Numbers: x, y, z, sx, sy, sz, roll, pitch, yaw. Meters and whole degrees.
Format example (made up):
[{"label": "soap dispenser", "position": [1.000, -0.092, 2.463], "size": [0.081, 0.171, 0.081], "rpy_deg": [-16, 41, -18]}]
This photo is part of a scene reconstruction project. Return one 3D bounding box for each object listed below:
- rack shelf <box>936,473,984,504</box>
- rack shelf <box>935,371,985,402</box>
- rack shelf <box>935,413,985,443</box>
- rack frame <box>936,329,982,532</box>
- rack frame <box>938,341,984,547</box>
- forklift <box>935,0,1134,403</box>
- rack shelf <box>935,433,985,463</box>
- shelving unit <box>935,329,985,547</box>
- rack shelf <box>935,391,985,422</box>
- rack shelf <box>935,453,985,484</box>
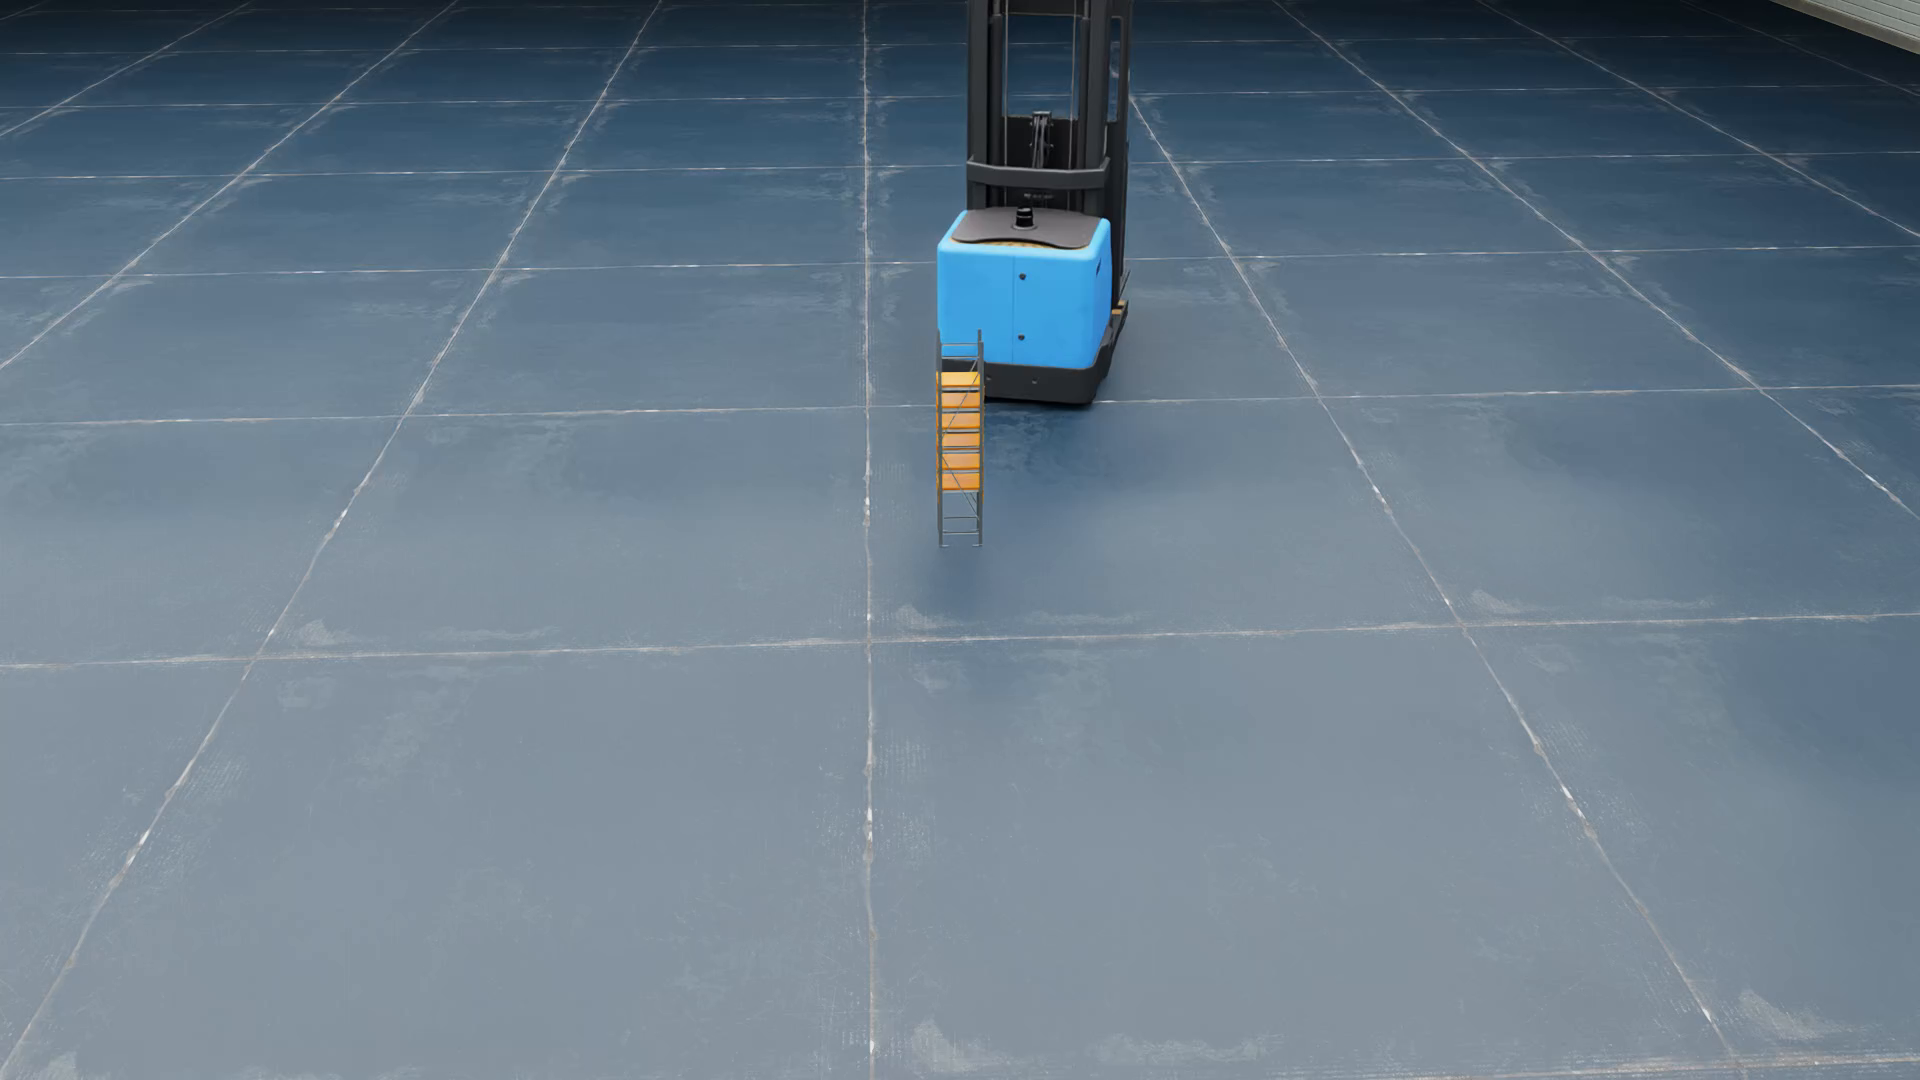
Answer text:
[{"label": "rack shelf", "position": [-0.001, -0.286, 9.117], "size": [0.258, 0.103, 0.180], "rpy_deg": [-1, 28, -3]}, {"label": "rack shelf", "position": [-0.001, -0.818, 8.839], "size": [0.258, 0.103, 0.180], "rpy_deg": [-1, 28, -3]}, {"label": "rack shelf", "position": [-0.001, -0.606, 8.950], "size": [0.258, 0.103, 0.180], "rpy_deg": [-1, 28, -3]}, {"label": "rack frame", "position": [-0.006, -0.581, 9.066], "size": [0.240, 1.200, 0.006], "rpy_deg": [-1, 28, -3]}, {"label": "rack frame", "position": [0.004, -0.496, 8.904], "size": [0.240, 1.200, 0.006], "rpy_deg": [-1, 28, -3]}, {"label": "forklift", "position": [0.638, -2.846, 11.538], "size": [1.130, 2.935, 3.031], "rpy_deg": [5, 28, 10]}, {"label": "rack shelf", "position": [-0.001, -0.499, 9.006], "size": [0.258, 0.103, 0.180], "rpy_deg": [-1, 28, -3]}, {"label": "shelving unit", "position": [-0.001, -0.539, 8.985], "size": [0.258, 1.200, 0.189], "rpy_deg": [-1, 28, -3]}, {"label": "rack shelf", "position": [-0.001, -0.712, 8.895], "size": [0.258, 0.103, 0.180], "rpy_deg": [-1, 28, -3]}, {"label": "rack shelf", "position": [-0.001, -0.393, 9.061], "size": [0.258, 0.103, 0.180], "rpy_deg": [-1, 28, -3]}]
